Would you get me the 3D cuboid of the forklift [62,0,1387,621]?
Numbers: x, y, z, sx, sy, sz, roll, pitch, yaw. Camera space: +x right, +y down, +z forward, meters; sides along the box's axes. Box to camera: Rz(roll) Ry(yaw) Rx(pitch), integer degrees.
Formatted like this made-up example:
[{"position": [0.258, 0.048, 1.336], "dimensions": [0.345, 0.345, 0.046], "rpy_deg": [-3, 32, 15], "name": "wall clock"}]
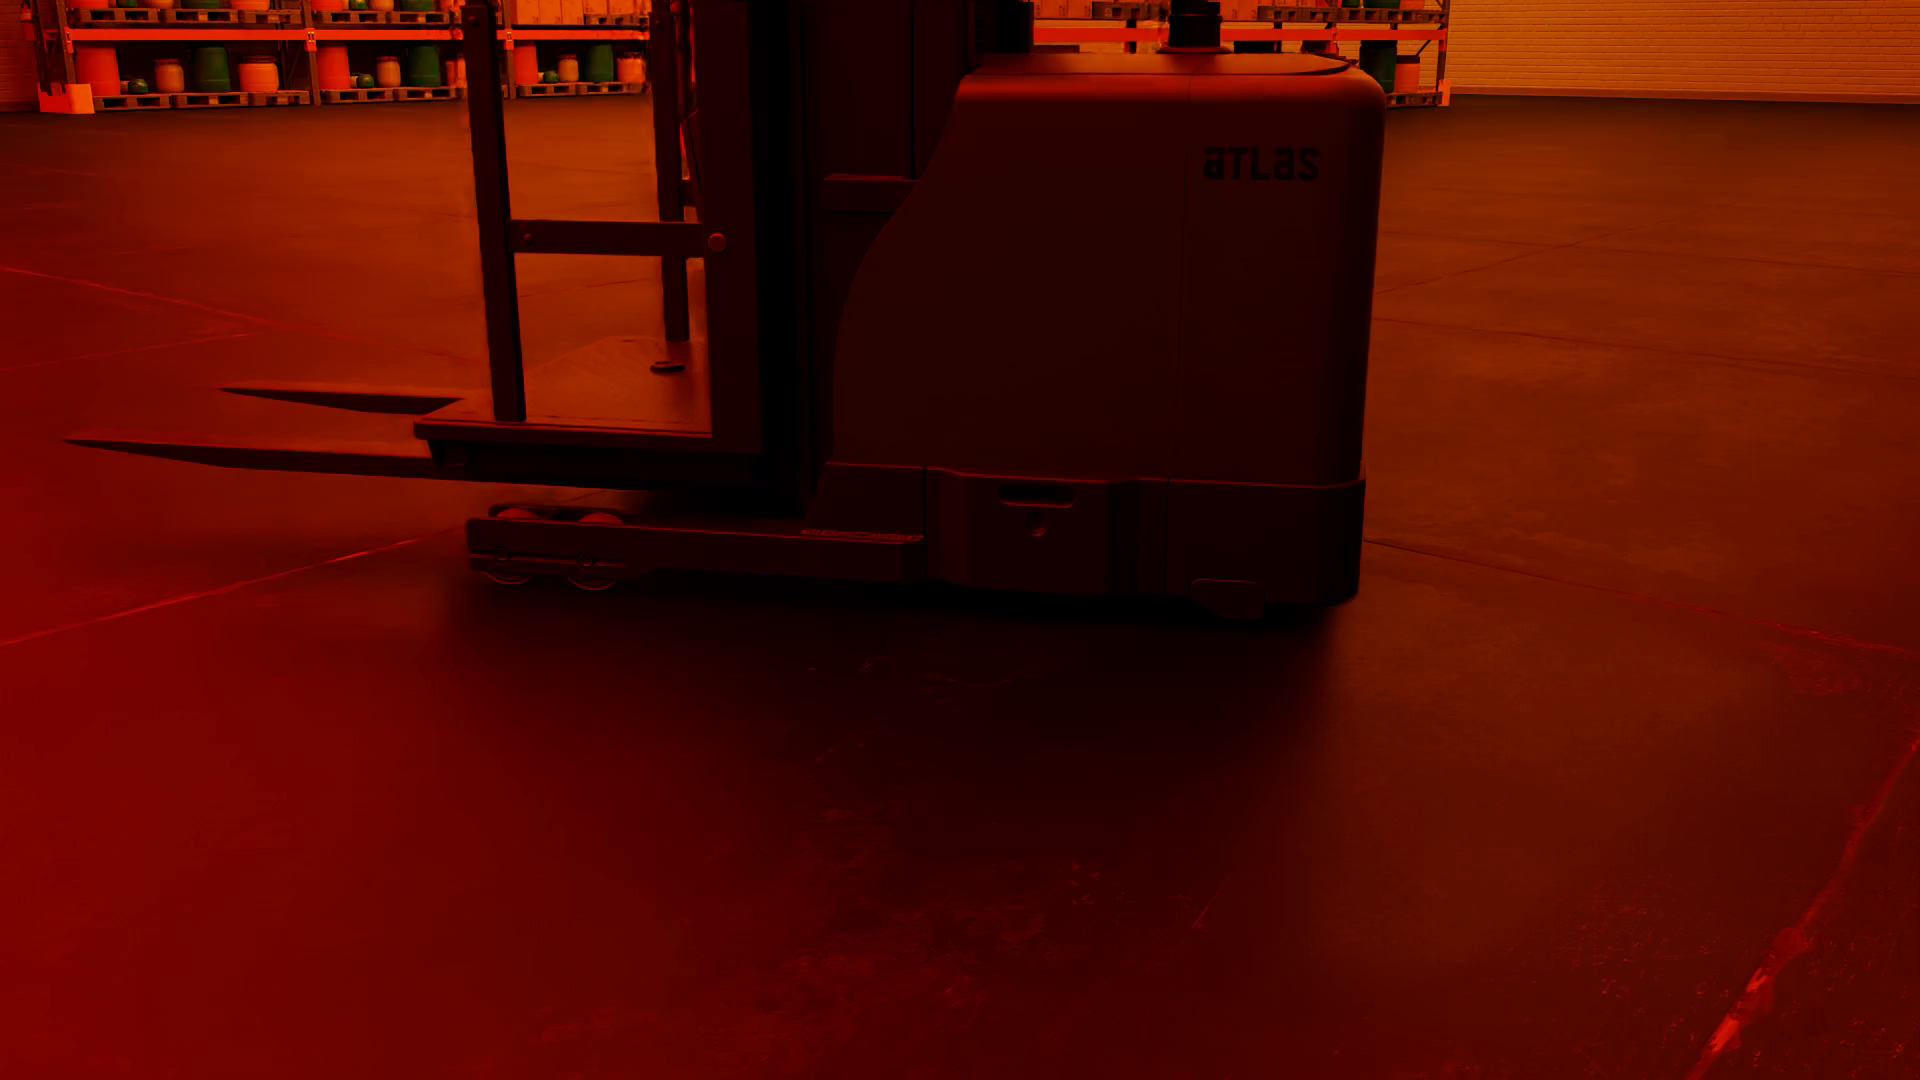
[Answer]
[{"position": [-0.598, -1.438, 3.633], "dimensions": [3.031, 2.935, 1.130], "rpy_deg": [3, 17, 11], "name": "forklift"}]
